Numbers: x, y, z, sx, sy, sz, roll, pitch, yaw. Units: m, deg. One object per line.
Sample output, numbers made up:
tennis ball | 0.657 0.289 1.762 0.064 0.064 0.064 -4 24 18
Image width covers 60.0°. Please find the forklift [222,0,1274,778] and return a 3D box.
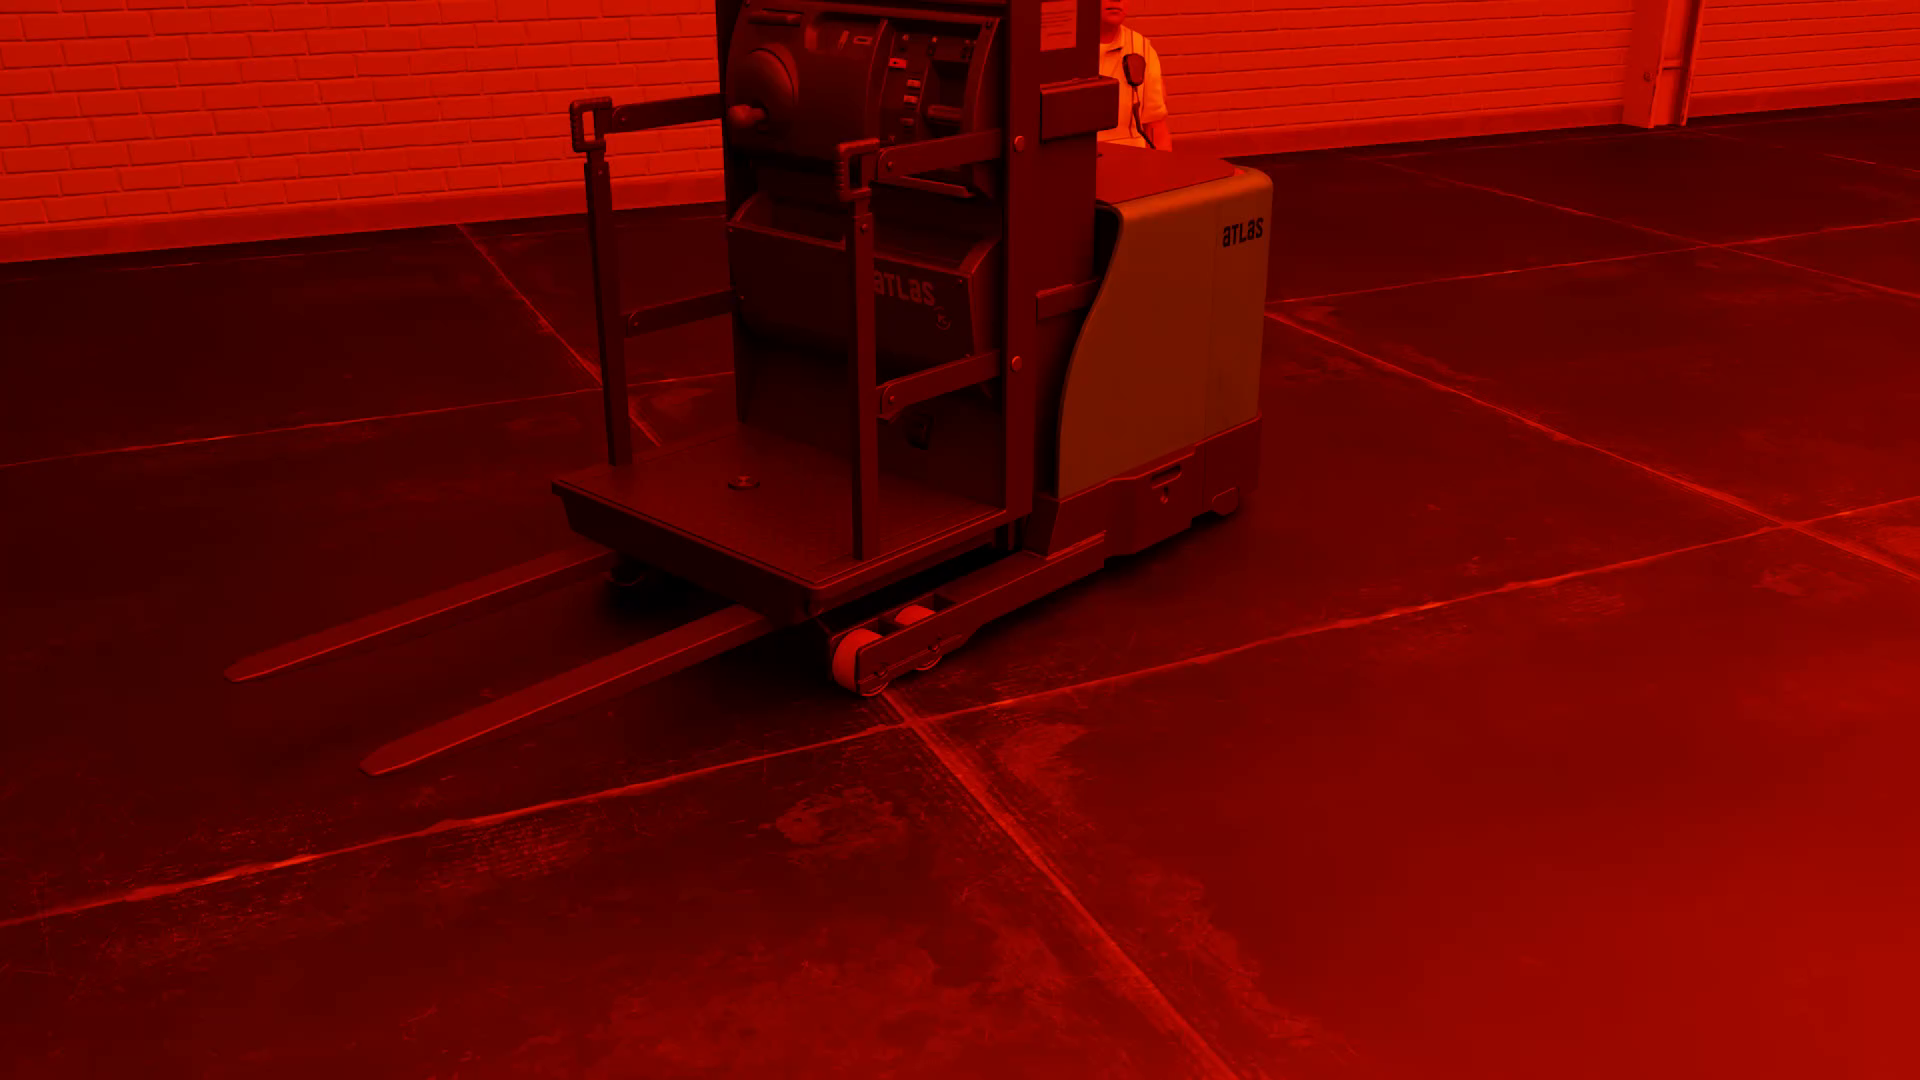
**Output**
forklift | -0.413 -1.182 4.131 1.130 2.935 3.031 19 29 39

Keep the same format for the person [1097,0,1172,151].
person | 0.418 -1.066 5.481 0.597 1.670 0.529 -2 23 -4
